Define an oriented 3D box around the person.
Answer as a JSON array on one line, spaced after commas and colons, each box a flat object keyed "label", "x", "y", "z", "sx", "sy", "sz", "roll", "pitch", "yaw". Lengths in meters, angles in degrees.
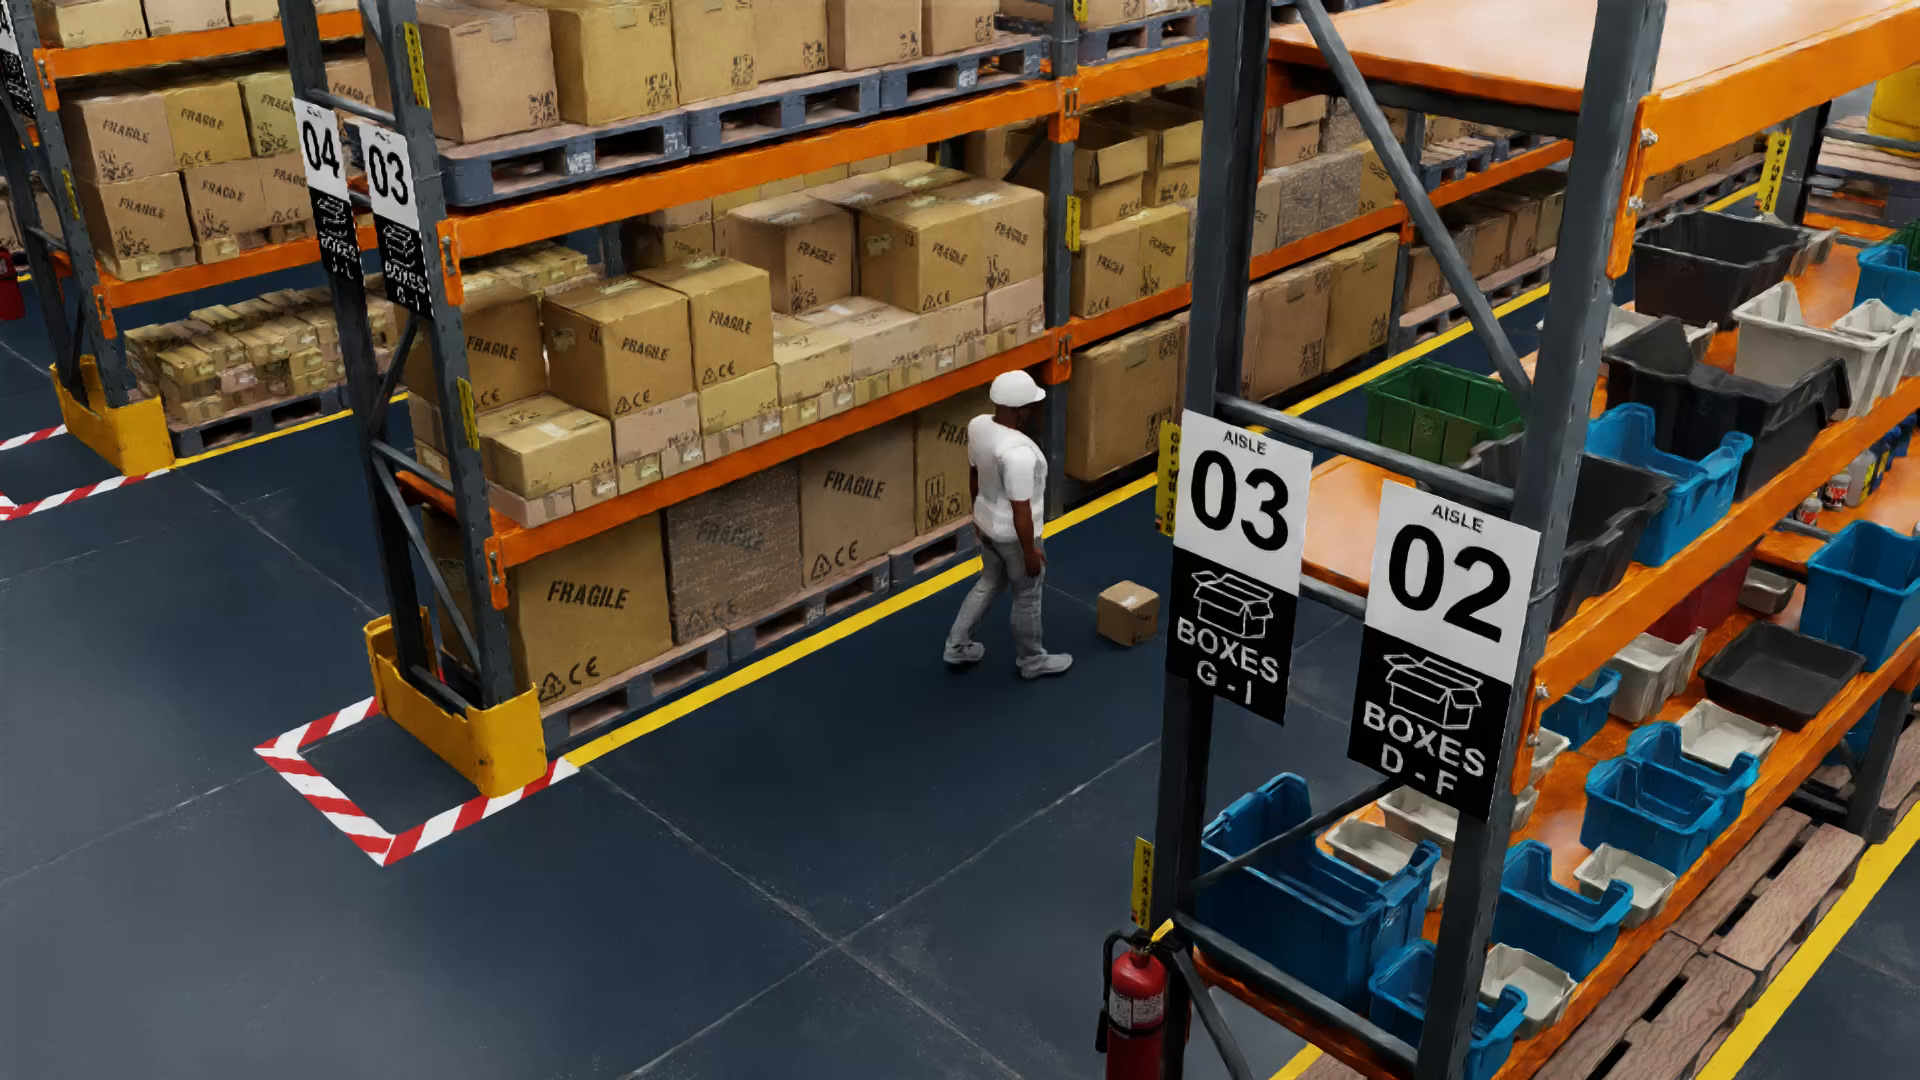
[{"label": "person", "x": 0.270, "y": -0.070, "z": 8.708, "sx": 0.687, "sy": 1.765, "sz": 0.594, "roll": -12, "pitch": 30, "yaw": -22}]
